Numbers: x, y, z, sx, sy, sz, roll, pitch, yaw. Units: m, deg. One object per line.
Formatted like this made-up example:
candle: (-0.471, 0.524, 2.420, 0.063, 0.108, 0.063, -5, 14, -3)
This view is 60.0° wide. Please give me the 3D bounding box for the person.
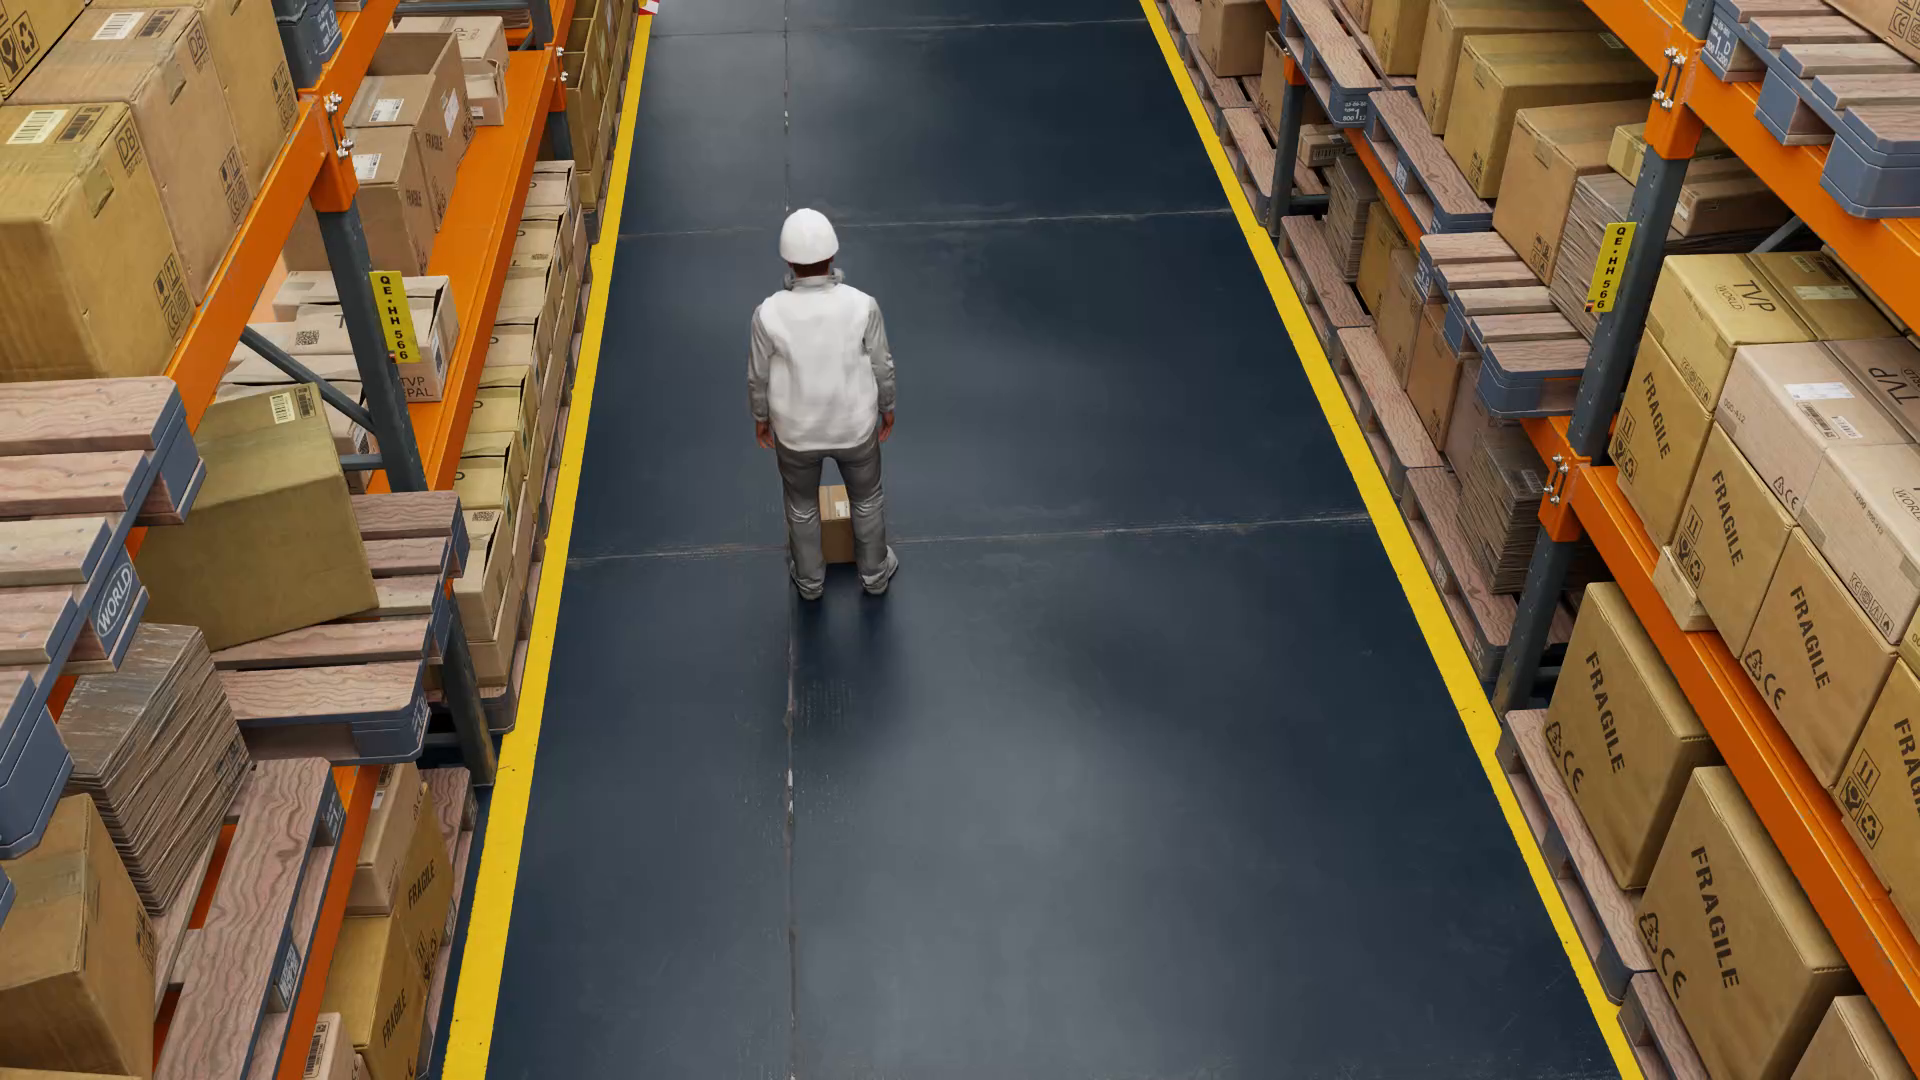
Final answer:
person: (-0.551, -0.503, 6.757, 0.587, 1.771, 0.466, -4, 39, -5)
